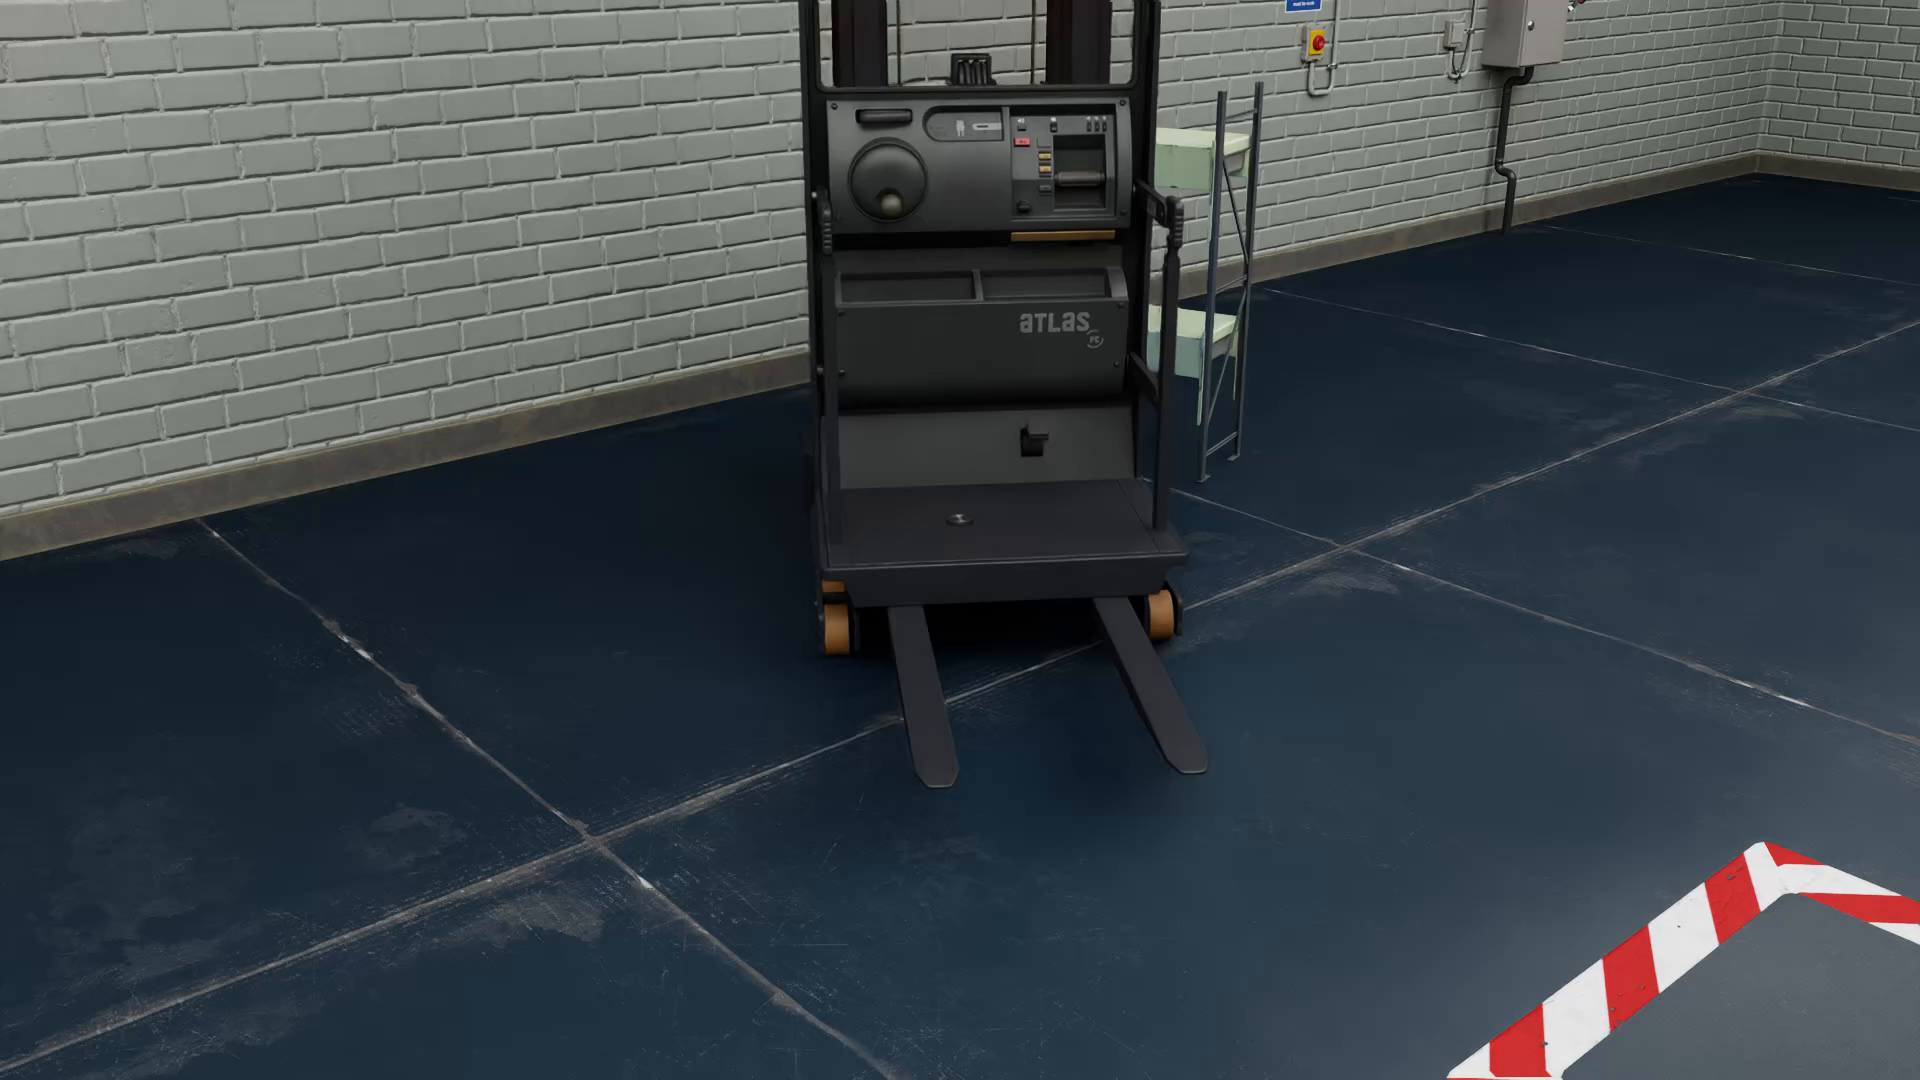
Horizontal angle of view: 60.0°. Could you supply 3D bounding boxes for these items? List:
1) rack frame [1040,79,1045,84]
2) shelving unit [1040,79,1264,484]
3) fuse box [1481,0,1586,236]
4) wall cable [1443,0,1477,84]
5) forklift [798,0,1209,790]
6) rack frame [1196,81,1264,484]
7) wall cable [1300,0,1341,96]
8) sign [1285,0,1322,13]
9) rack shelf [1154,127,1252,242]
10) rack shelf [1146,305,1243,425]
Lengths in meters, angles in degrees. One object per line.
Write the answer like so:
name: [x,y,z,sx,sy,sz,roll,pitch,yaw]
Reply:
rack frame: [0.416,-1.122,6.791,0.023,1.500,0.400,12,25,29]
shelving unit: [0.730,-1.053,6.616,0.755,1.500,0.431,12,25,29]
fuse box: [3.731,-2.859,10.937,0.539,1.711,0.414,-17,27,-37]
wall cable: [3.111,-3.813,10.213,0.588,1.984,0.122,-17,27,-37]
forklift: [0.088,-1.140,4.875,1.130,2.935,3.031,-2,22,-6]
rack frame: [1.044,-0.984,6.441,0.023,1.500,0.400,12,25,29]
wall cable: [2.044,-3.487,9.337,0.585,1.953,0.123,-17,27,-37]
sign: [1.967,-3.130,9.493,0.327,0.218,0.001,-17,27,-37]
rack shelf: [0.730,-1.416,6.474,0.720,0.370,0.431,12,25,29]
rack shelf: [0.730,-0.749,6.735,0.720,0.370,0.431,12,25,29]
